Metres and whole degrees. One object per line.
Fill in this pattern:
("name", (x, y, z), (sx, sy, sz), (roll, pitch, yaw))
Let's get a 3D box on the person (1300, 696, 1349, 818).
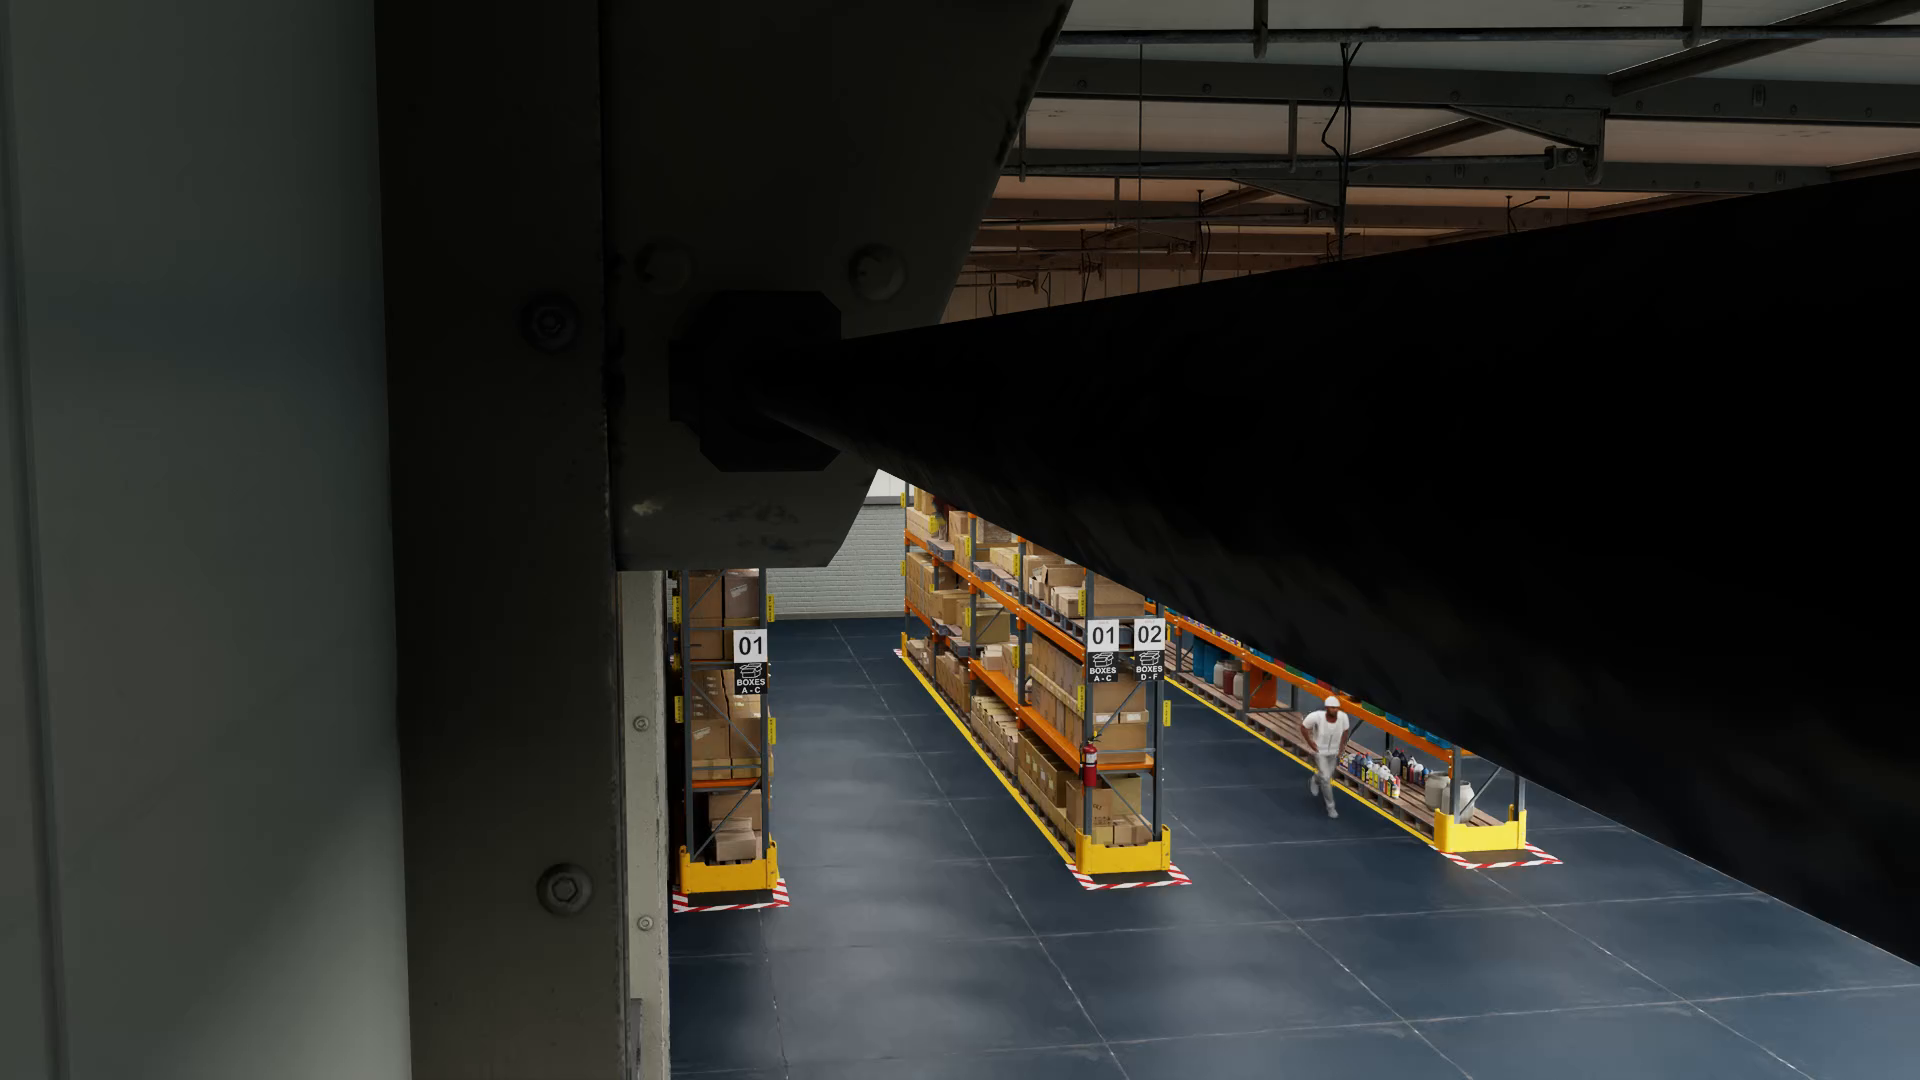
("person", (5.182, 3.045, 23.778), (0.706, 1.756, 0.936), (-1, 6, -8))
